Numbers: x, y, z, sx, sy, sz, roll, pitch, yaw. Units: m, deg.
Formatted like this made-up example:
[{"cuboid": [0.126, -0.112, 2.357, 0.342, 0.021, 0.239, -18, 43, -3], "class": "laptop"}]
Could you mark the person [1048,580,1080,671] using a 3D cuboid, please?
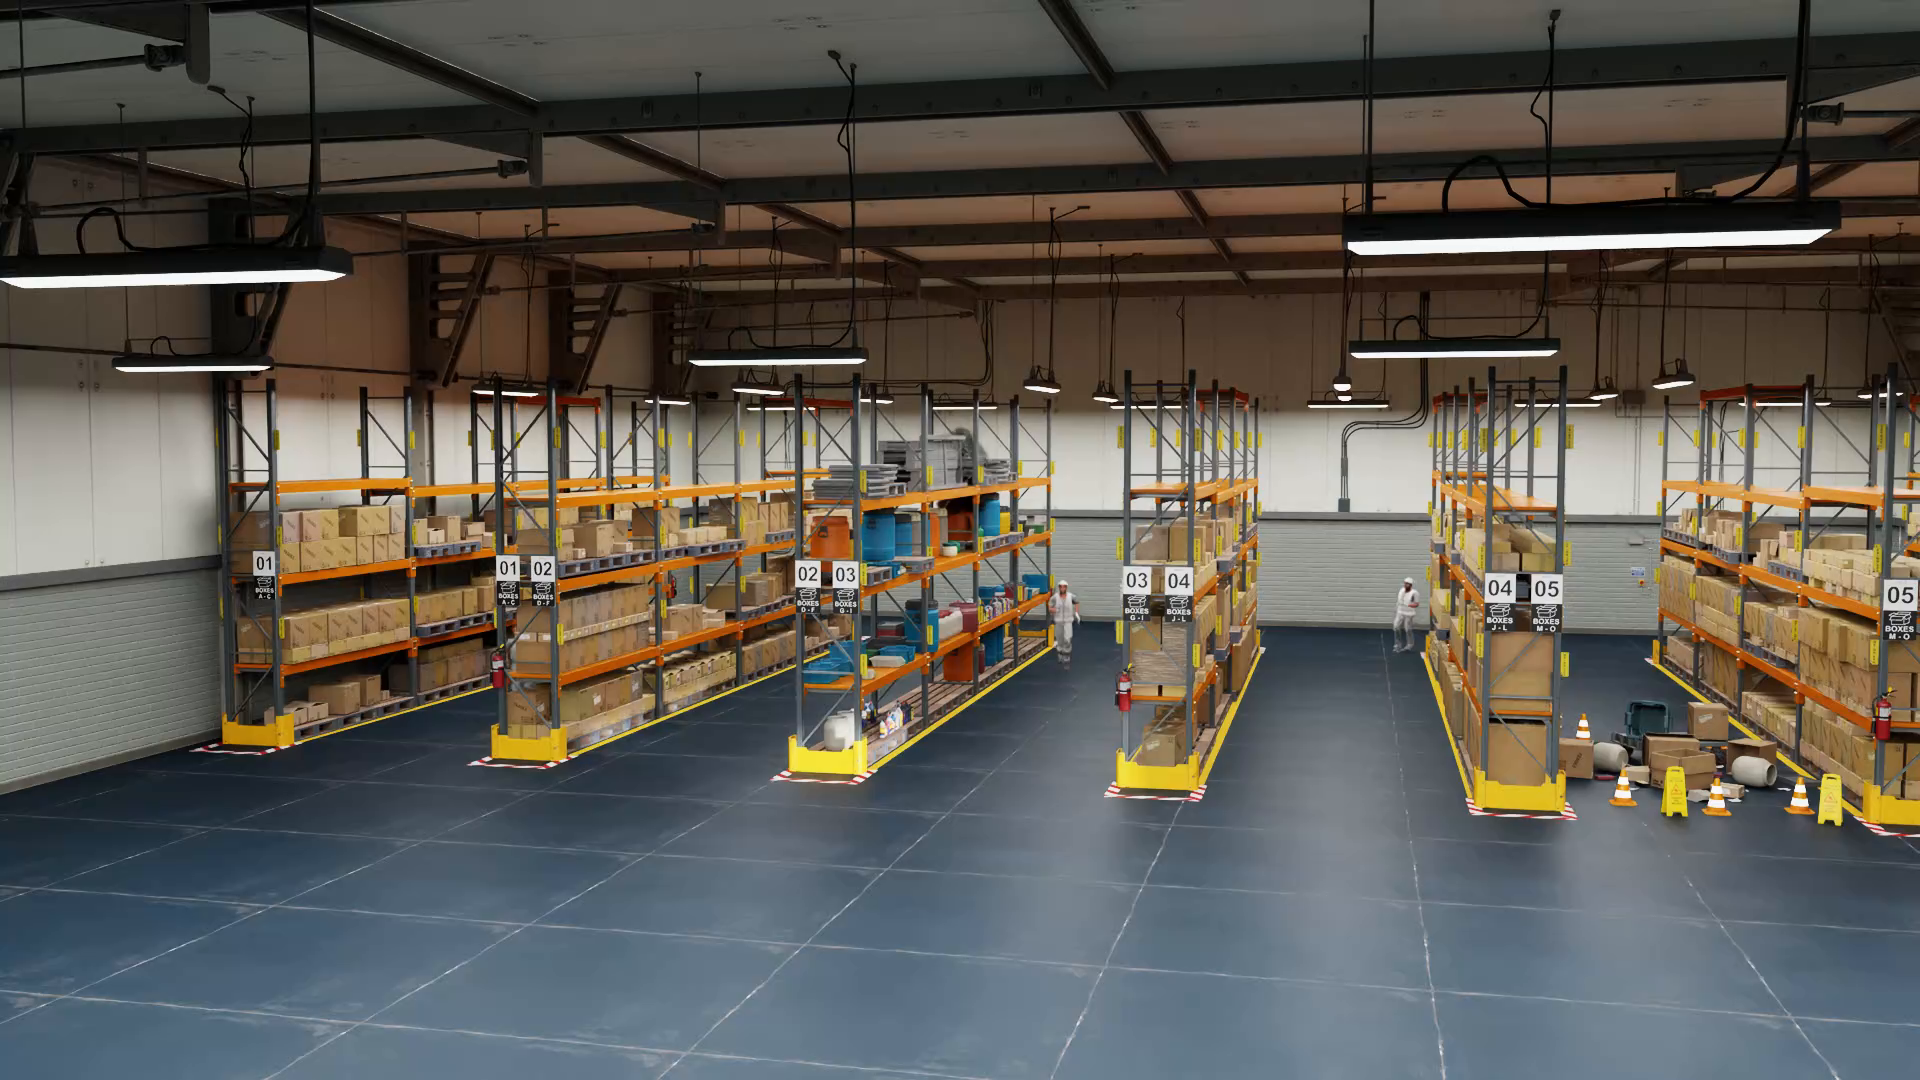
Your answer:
[{"cuboid": [2.158, 1.770, 34.570, 0.649, 1.885, 0.809, 0, 3, 5], "class": "person"}]

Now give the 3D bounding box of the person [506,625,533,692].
[{"cuboid": [-7.965, 2.375, 30.042, 0.649, 1.689, 0.795, 0, 3, 1], "class": "person"}]

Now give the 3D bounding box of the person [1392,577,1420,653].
[{"cuboid": [10.582, 1.791, 39.187, 0.700, 1.841, 0.667, -3, 5, -42], "class": "person"}]
